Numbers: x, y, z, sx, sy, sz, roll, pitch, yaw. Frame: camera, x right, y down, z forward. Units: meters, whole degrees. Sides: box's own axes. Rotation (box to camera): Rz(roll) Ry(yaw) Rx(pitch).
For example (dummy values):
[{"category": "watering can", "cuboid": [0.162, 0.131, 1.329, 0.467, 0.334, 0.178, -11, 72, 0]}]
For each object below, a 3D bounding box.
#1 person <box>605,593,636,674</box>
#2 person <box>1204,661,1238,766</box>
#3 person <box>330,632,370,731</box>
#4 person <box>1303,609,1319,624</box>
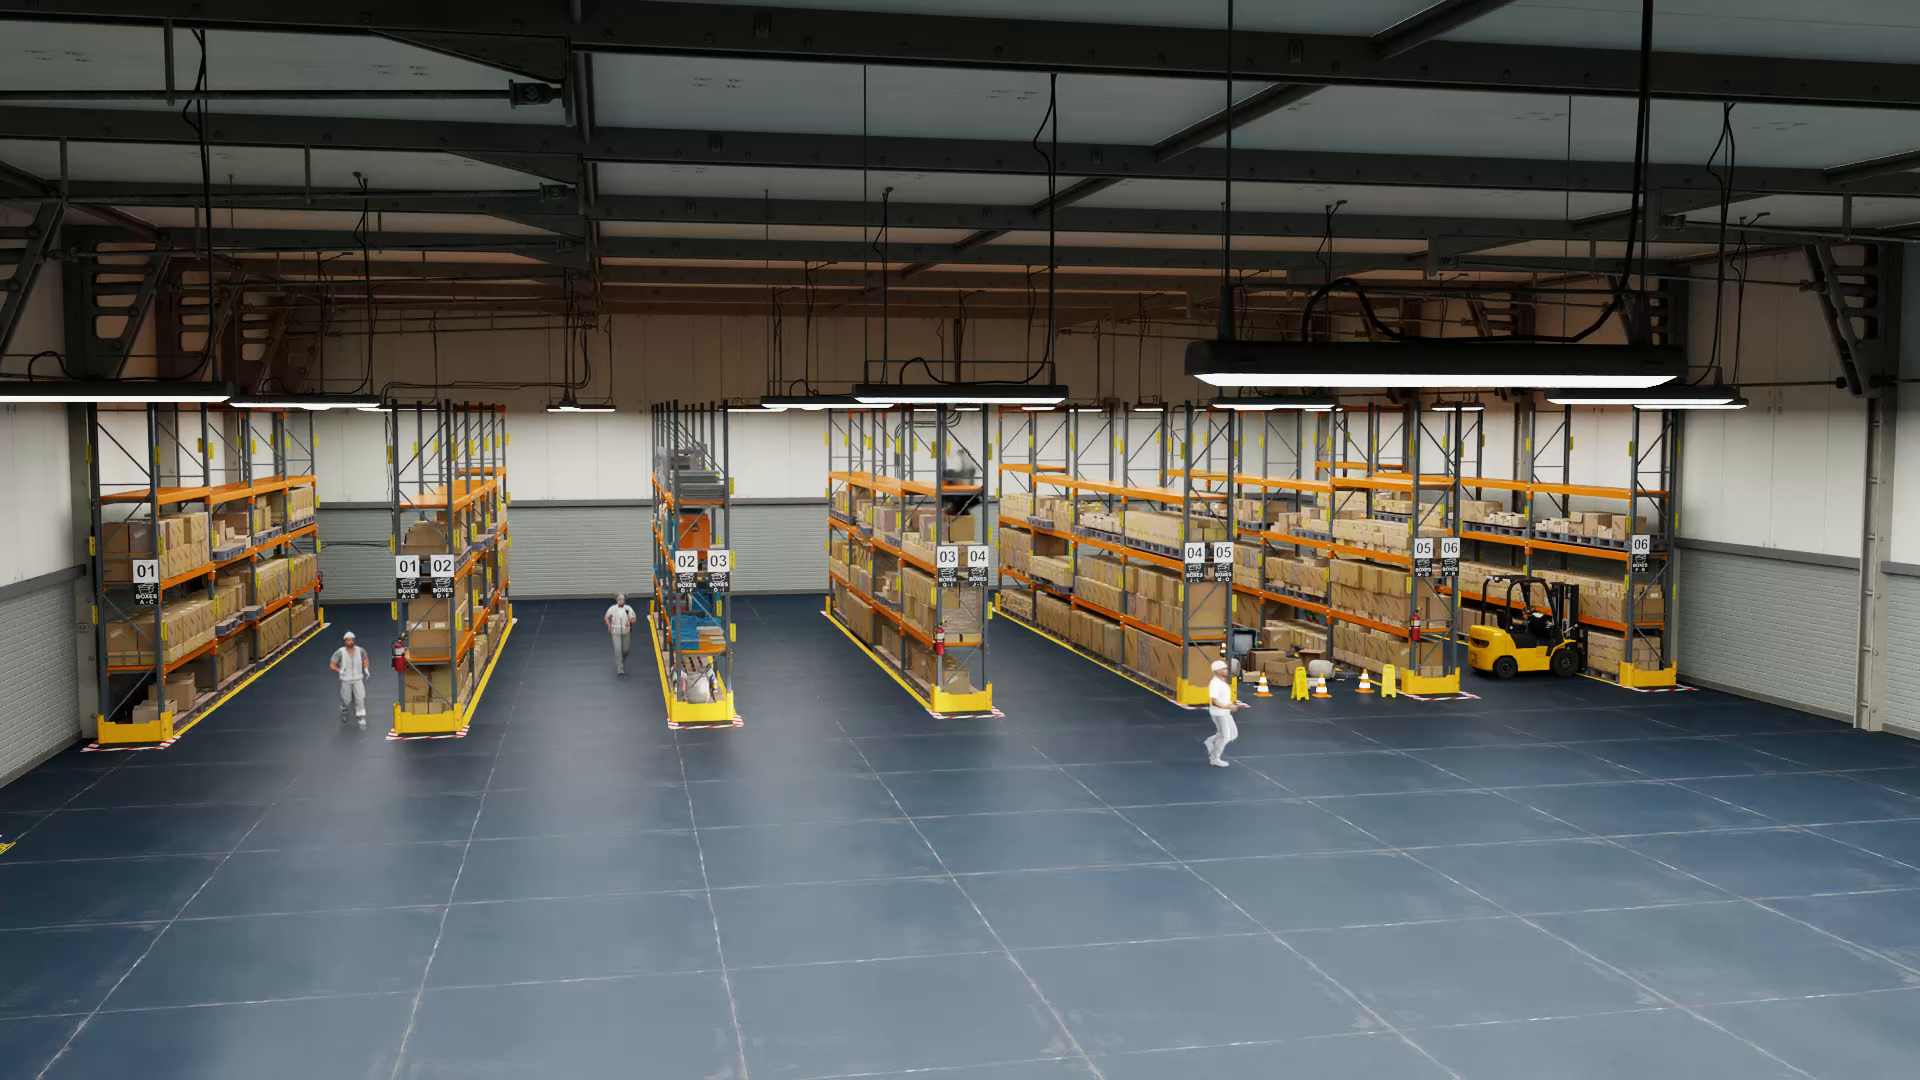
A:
[{"category": "person", "cuboid": [-7.530, 2.052, 36.958, 0.684, 1.765, 0.789, -1, 5, -19]}, {"category": "person", "cuboid": [4.260, 2.821, 27.123, 0.582, 1.723, 0.700, 1, 5, 19]}, {"category": "person", "cuboid": [-11.040, 2.541, 30.137, 0.707, 1.773, 0.950, -3, 5, -36]}, {"category": "person", "cuboid": [9.291, 1.512, 44.216, 0.646, 1.744, 0.598, -1, 4, -17]}]
